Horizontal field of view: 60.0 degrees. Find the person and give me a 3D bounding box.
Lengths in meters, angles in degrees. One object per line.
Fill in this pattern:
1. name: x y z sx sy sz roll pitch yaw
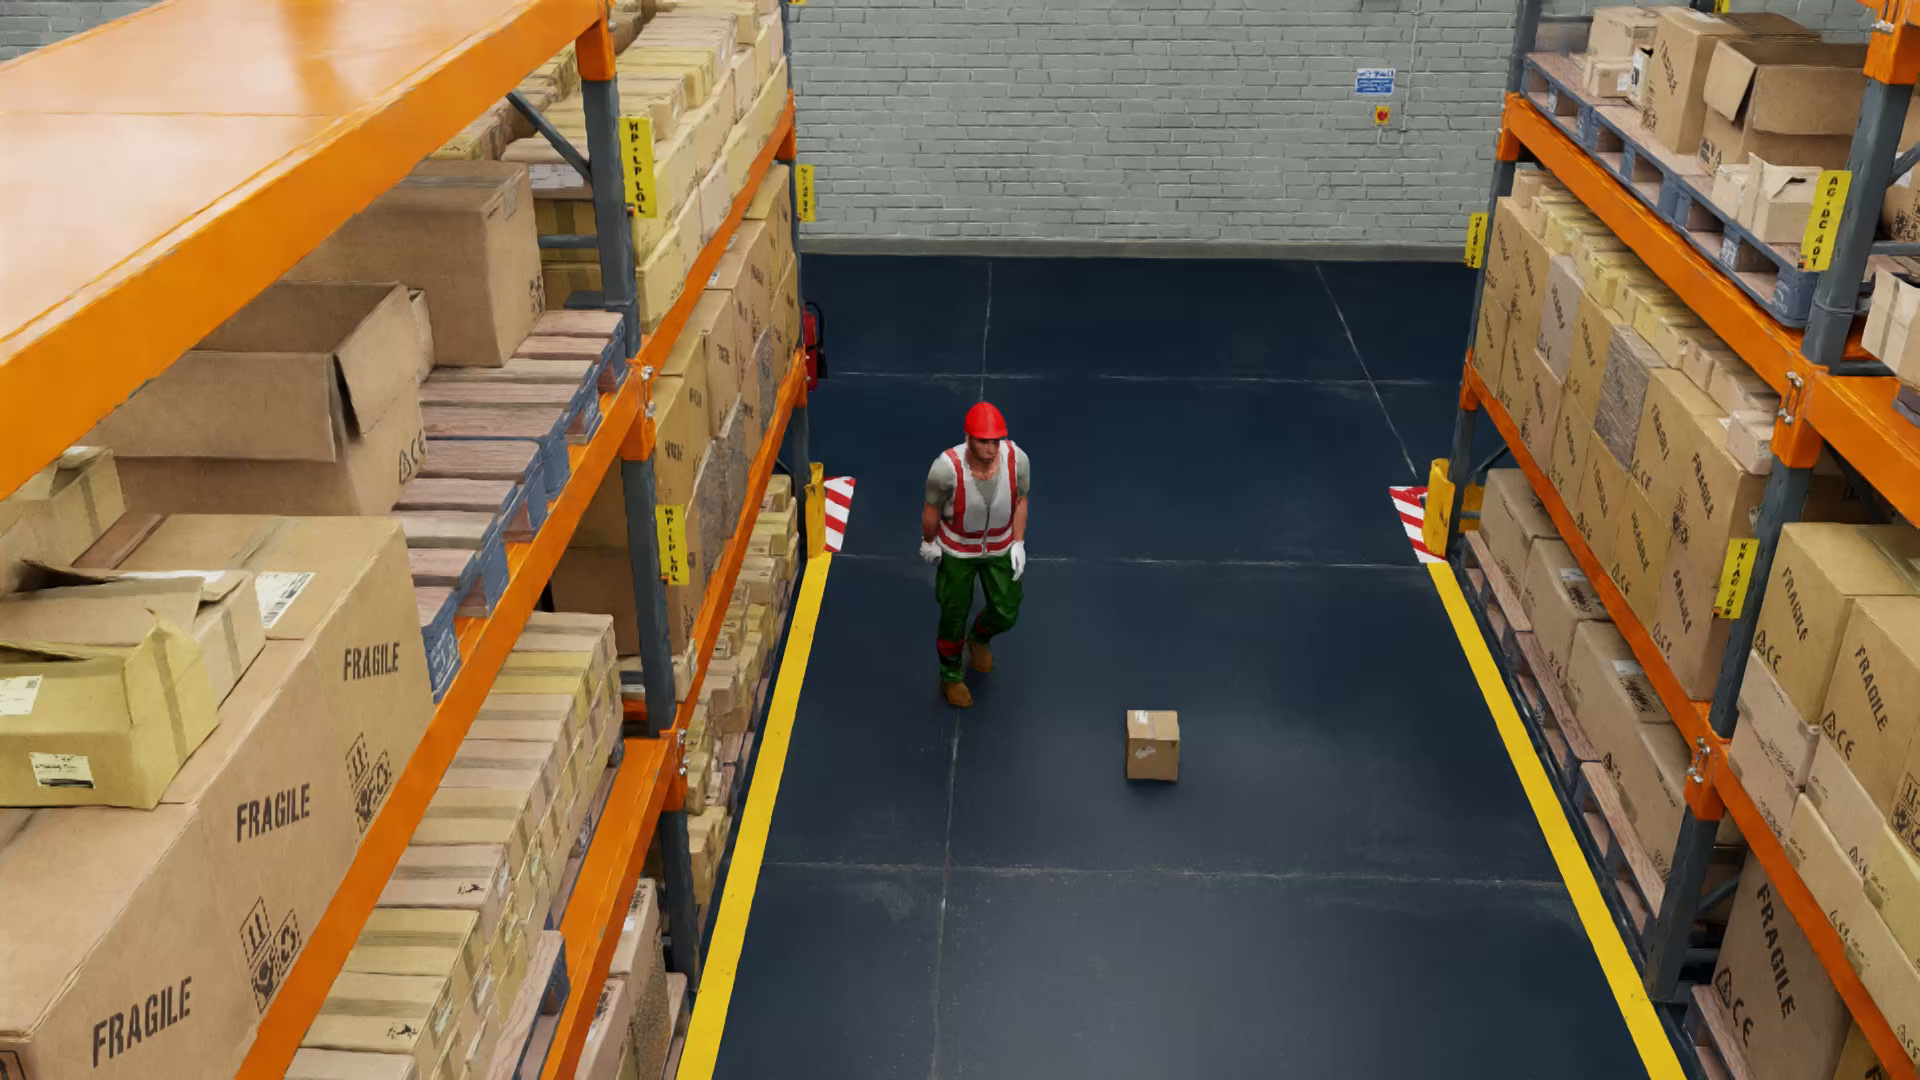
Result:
1. person: 0.075 0.049 8.519 0.539 1.761 0.675 -9 29 -16
